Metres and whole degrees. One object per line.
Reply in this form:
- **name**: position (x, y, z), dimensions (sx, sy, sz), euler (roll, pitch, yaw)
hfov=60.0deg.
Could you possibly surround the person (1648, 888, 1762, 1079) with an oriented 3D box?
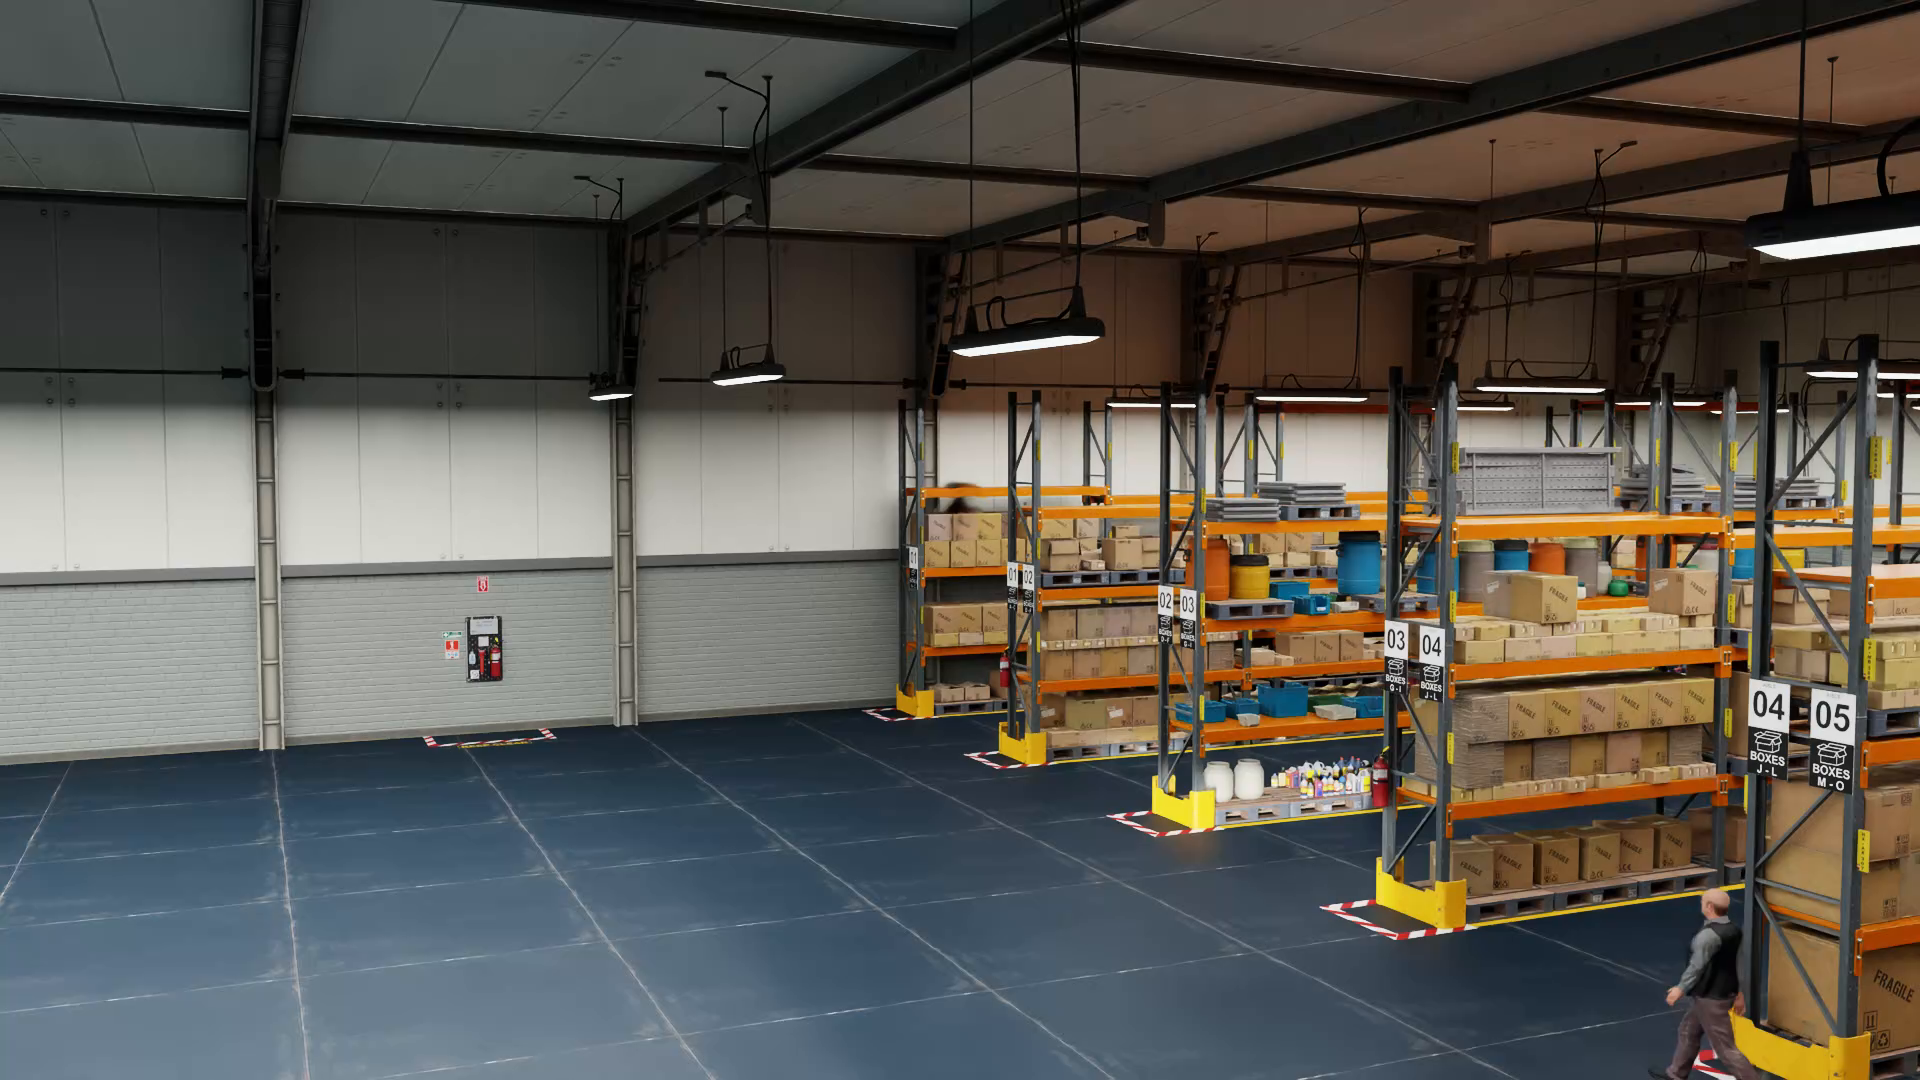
- **person**: position (5.853, 3.558, 12.986), dimensions (1.028, 1.688, 0.538), euler (3, 5, 43)

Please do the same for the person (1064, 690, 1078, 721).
- **person**: position (2.038, 2.609, 29.546), dimensions (0.475, 1.648, 0.497), euler (-2, 4, -27)
